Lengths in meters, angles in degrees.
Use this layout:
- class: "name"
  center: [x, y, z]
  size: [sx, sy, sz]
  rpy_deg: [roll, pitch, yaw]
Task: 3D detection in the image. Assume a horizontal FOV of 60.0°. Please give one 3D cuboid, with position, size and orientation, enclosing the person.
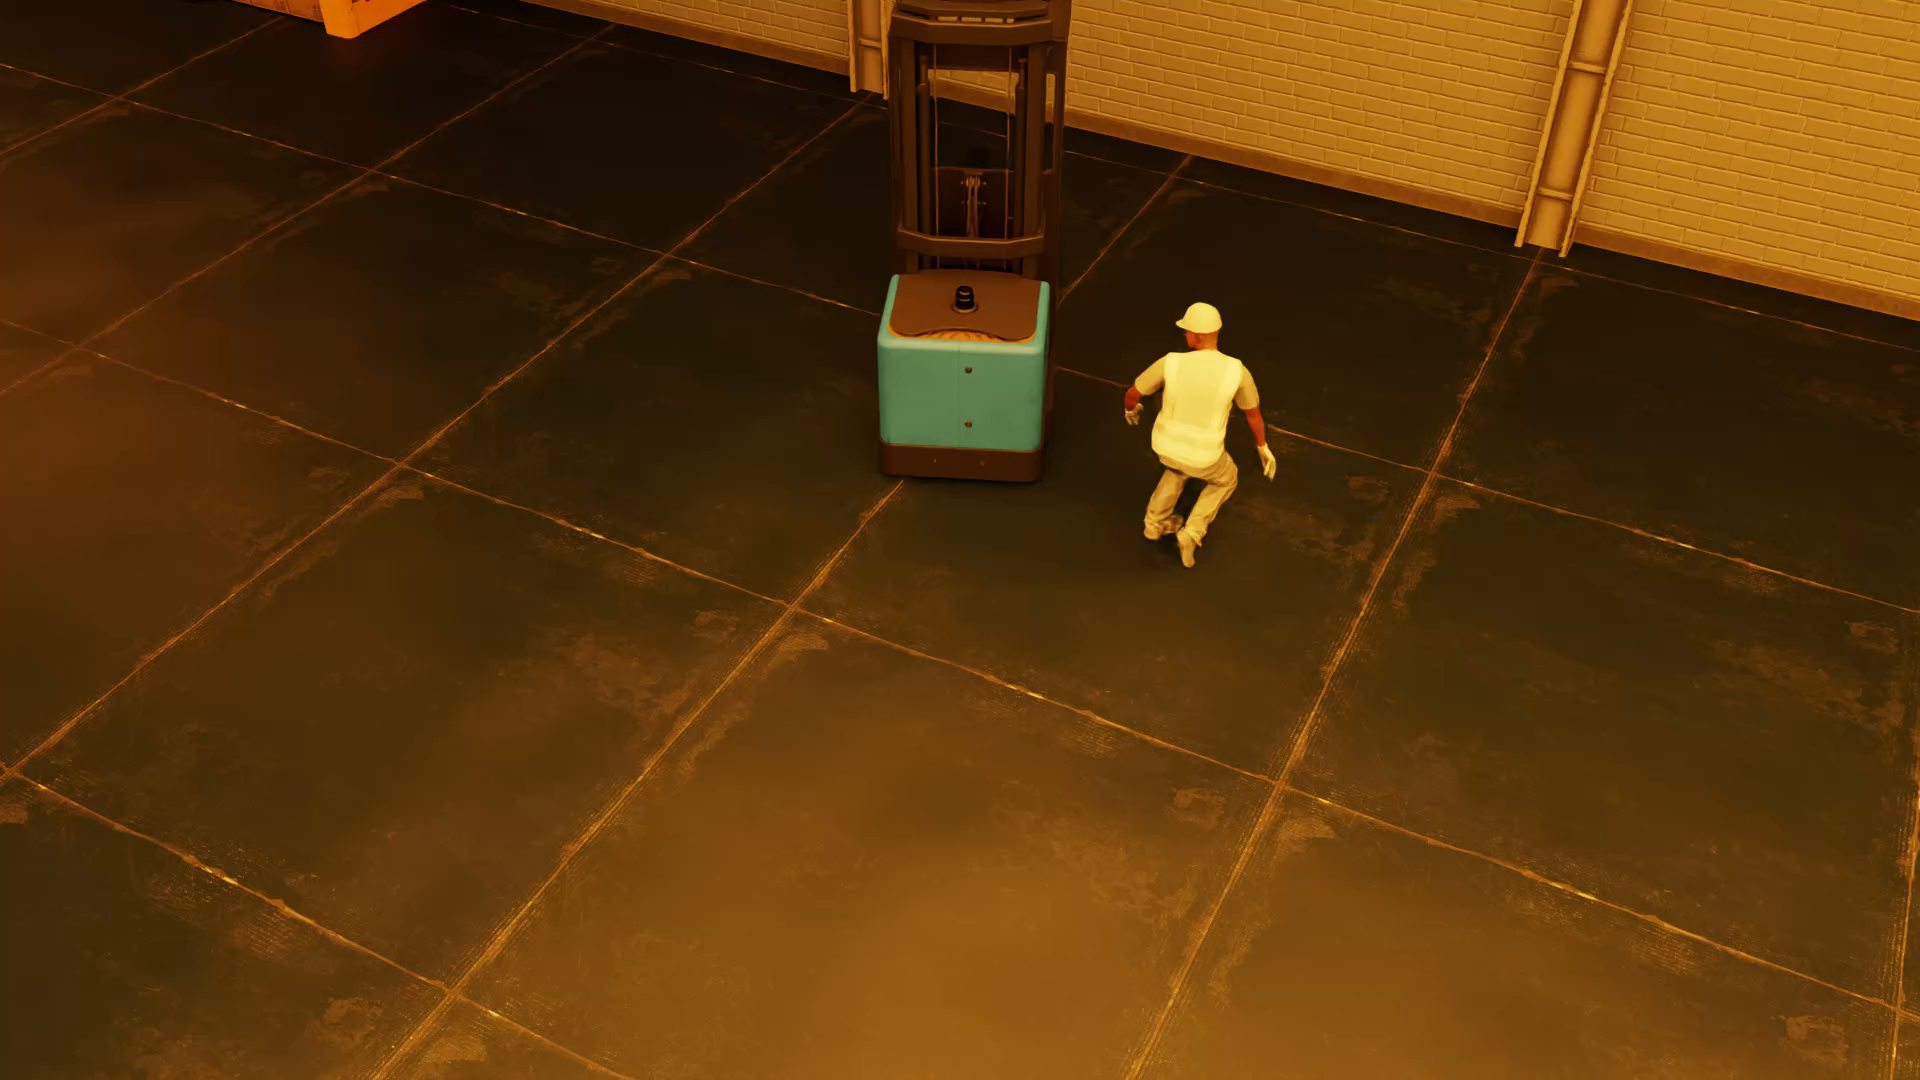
- class: "person"
  center: [1.386, -0.582, 9.756]
  size: [0.959, 1.593, 0.586]
  rpy_deg: [18, 43, 20]

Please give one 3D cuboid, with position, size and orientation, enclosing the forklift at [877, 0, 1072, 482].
- class: "forklift"
  center: [0.128, -2.429, 10.870]
  size: [1.130, 2.935, 3.031]
  rpy_deg: [3, 40, 4]
